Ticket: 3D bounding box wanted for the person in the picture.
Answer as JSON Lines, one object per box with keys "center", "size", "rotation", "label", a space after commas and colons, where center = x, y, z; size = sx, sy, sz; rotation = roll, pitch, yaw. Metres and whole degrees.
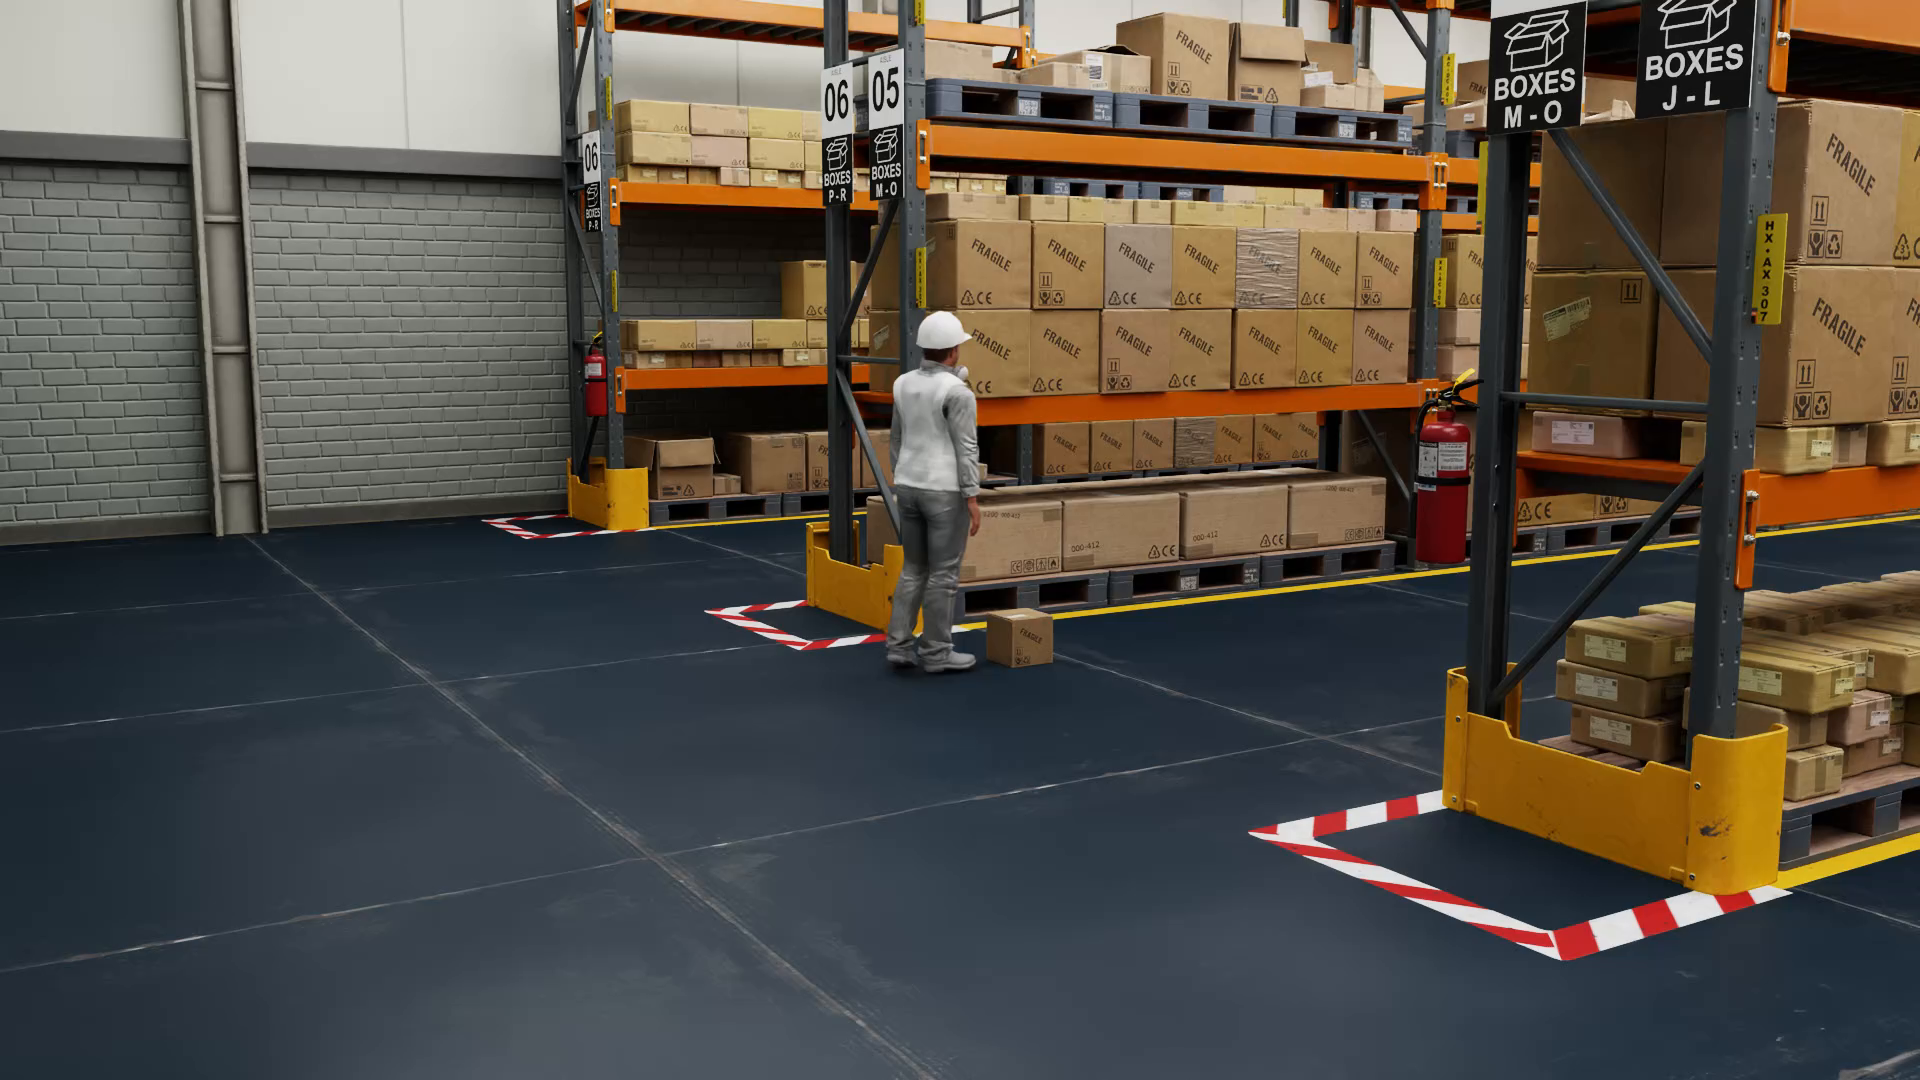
{"center": [-0.117, -0.220, 8.229], "size": [0.378, 1.810, 0.582], "rotation": [-7, 11, -42], "label": "person"}
